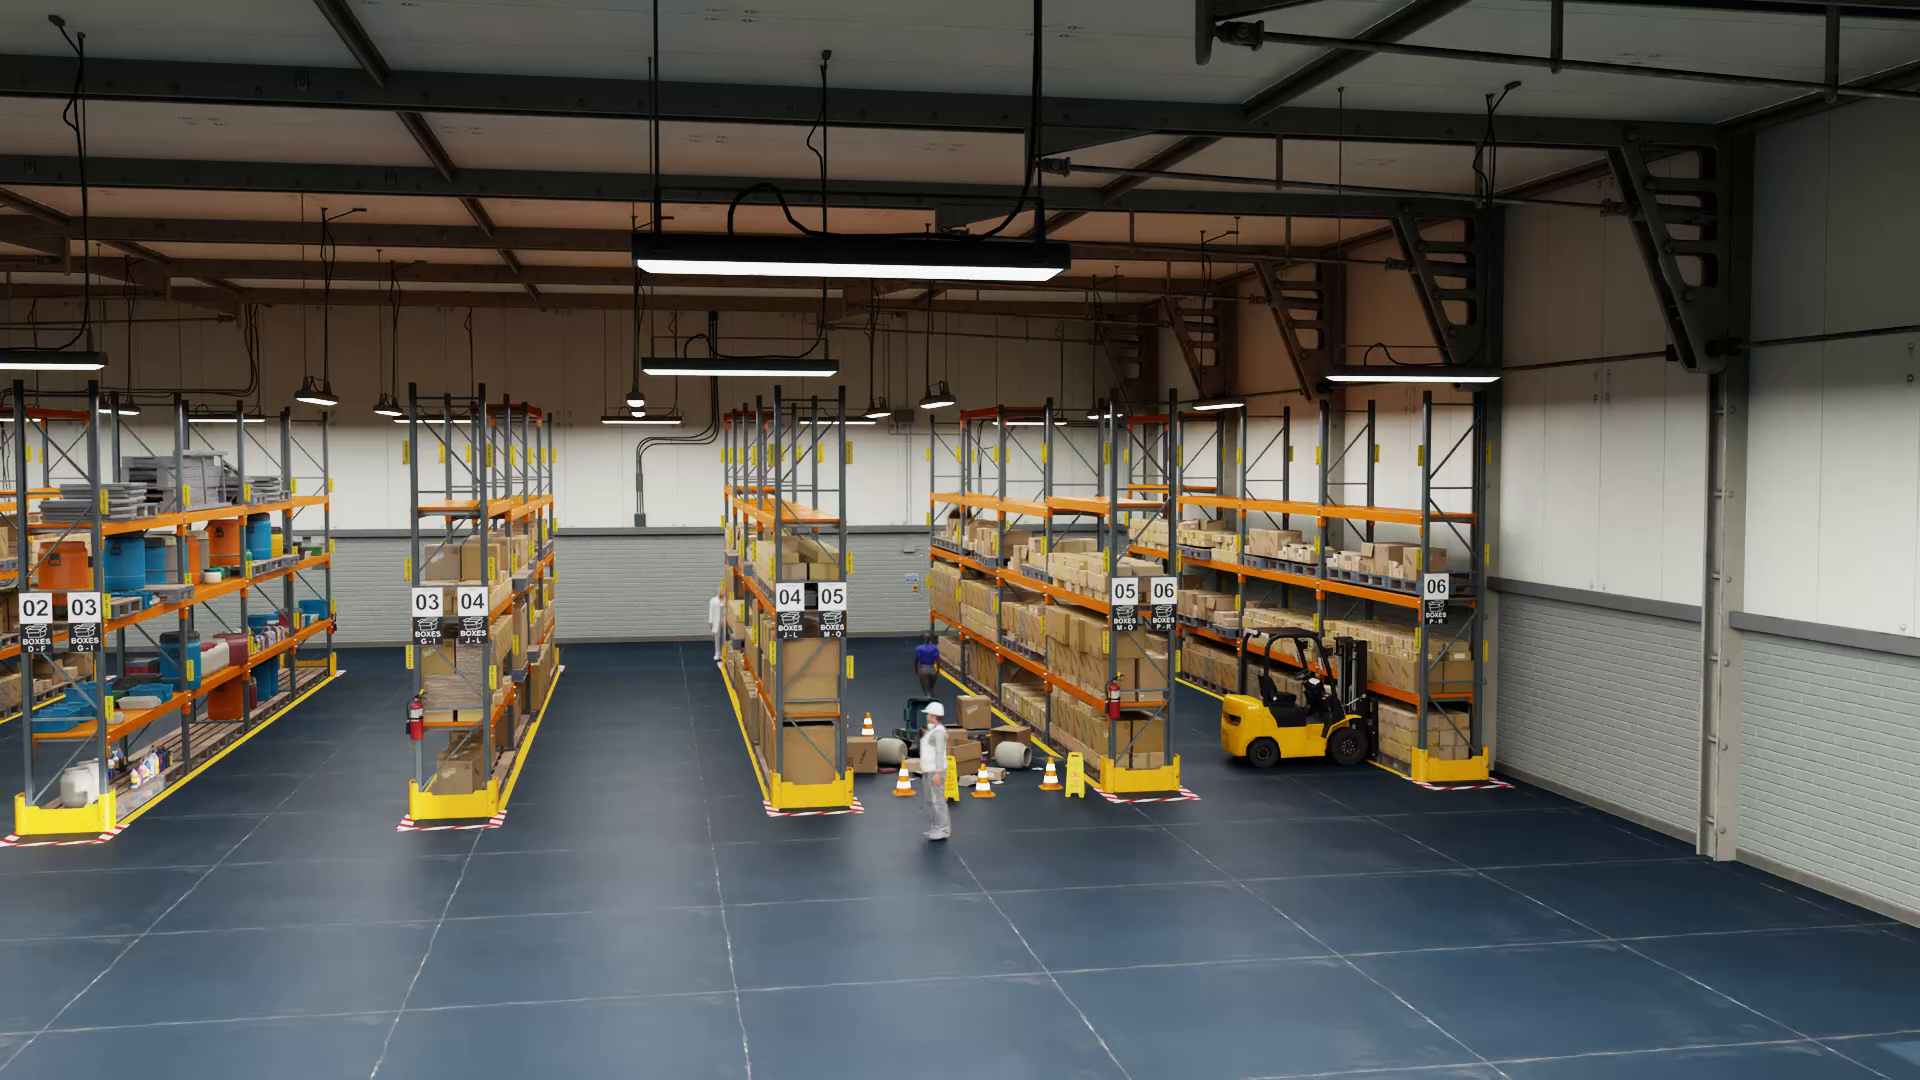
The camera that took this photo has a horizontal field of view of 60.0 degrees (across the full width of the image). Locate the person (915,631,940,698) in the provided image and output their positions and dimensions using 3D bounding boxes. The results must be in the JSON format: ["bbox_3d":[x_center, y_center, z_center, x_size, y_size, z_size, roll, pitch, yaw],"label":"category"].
[{"bbox_3d":[-0.652,2.560,31.759,0.437,1.653,0.810,-1,3,-21],"label":"person"}]

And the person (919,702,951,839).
[{"bbox_3d":[-0.336,3.021,21.757,0.399,1.810,0.648,-1,3,-16],"label":"person"}]

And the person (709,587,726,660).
[{"bbox_3d":[-5.859,2.042,40.778,0.597,1.796,0.405,0,3,-10],"label":"person"}]
